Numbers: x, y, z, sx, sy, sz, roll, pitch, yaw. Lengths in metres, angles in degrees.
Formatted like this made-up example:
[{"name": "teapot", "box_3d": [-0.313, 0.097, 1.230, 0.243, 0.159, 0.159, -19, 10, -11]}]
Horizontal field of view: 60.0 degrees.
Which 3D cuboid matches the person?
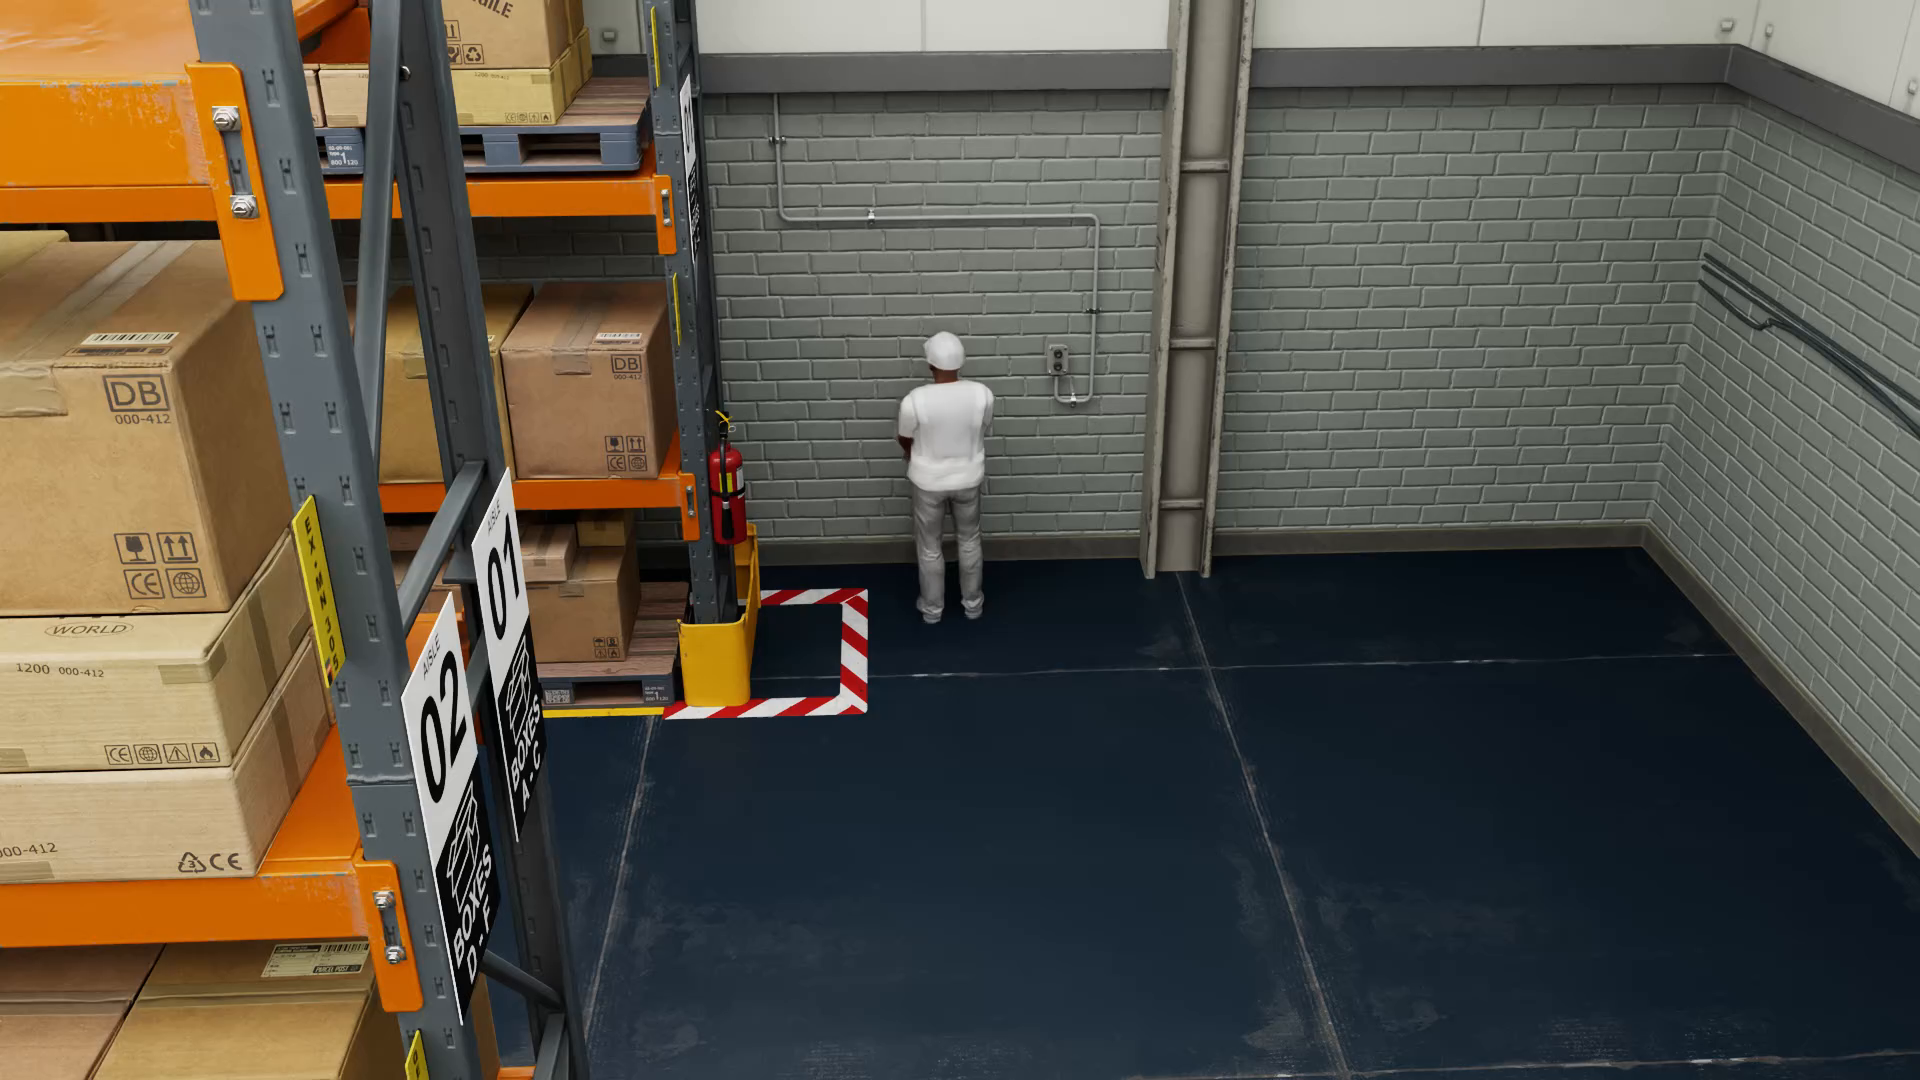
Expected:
[{"name": "person", "box_3d": [-0.100, -0.379, 9.320, 0.530, 1.771, 0.566, -7, 28, -13]}]
